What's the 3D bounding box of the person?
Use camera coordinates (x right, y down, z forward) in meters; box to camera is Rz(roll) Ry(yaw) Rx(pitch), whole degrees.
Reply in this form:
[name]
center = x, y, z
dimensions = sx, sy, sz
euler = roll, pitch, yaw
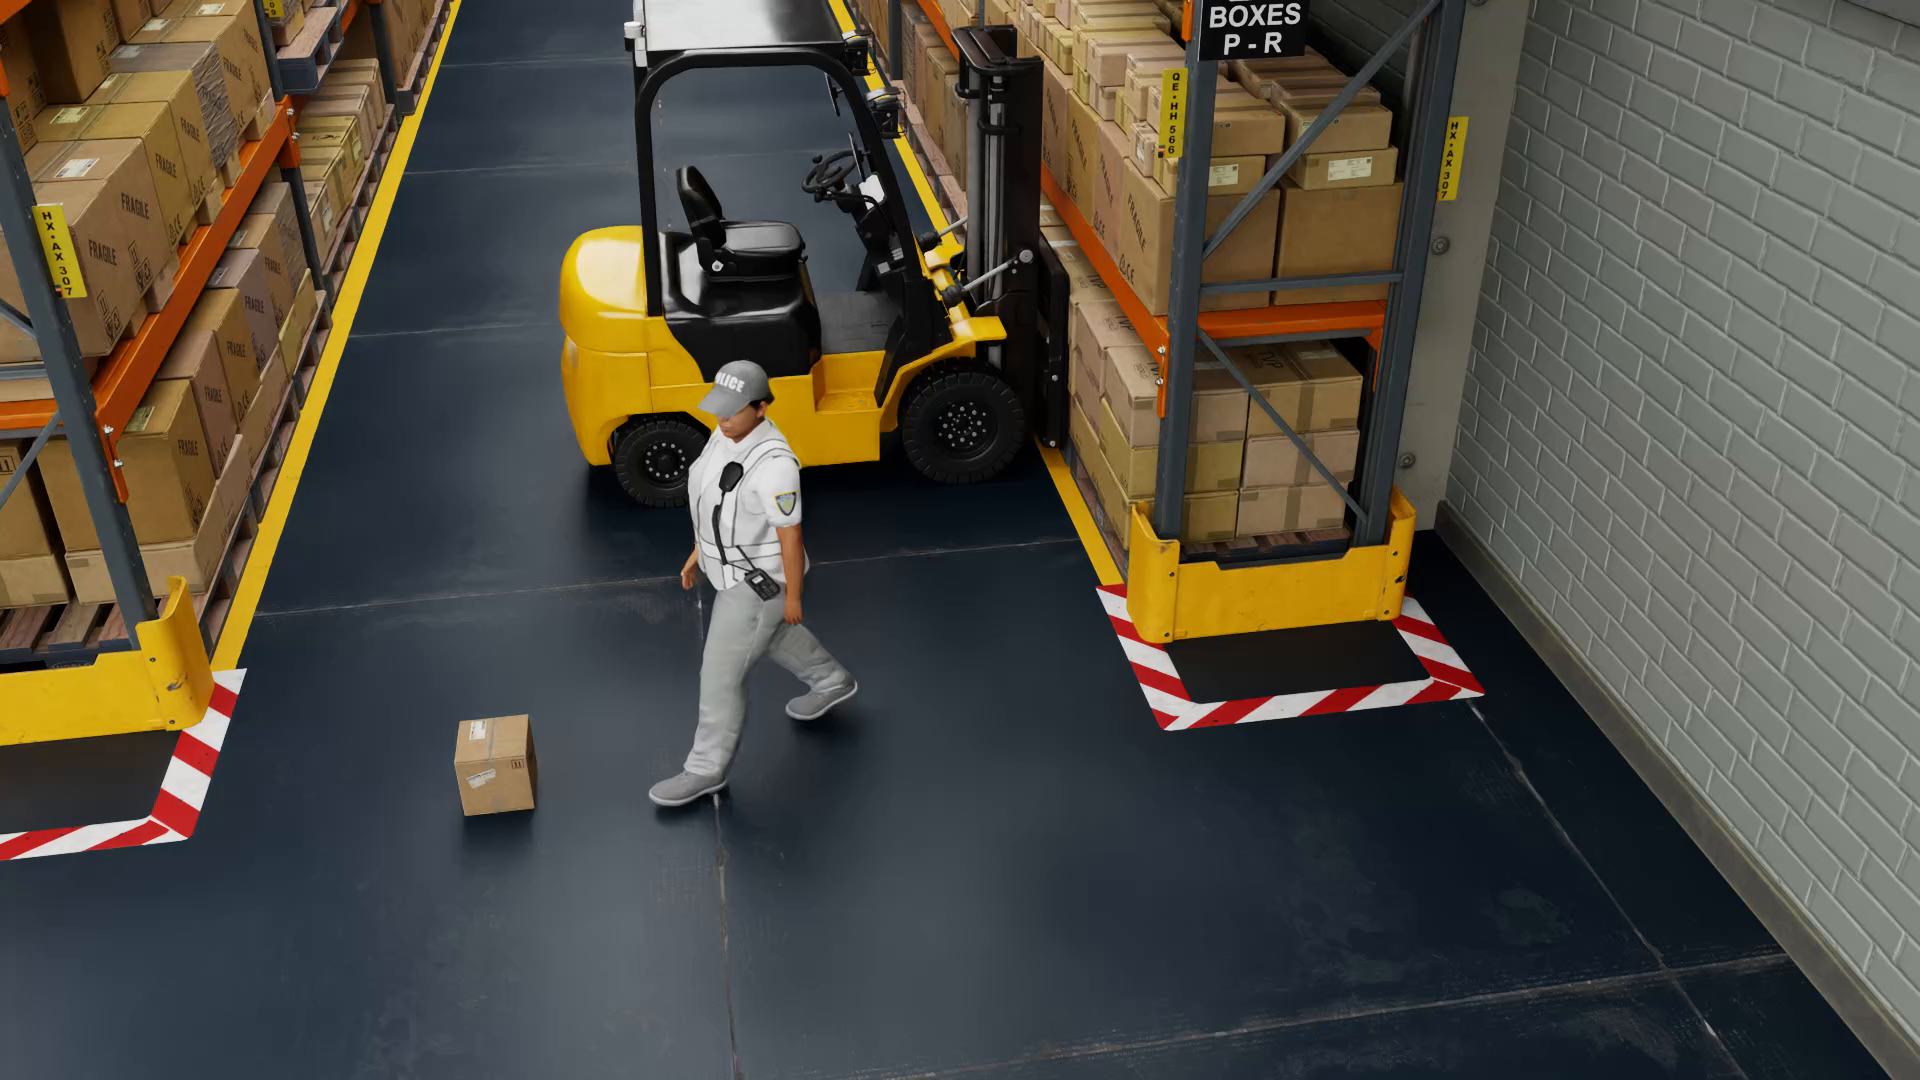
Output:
[person]
center = -0.724, 0.175, 6.016
dimensions = 0.751, 1.340, 0.425
euler = -13, 33, -21
